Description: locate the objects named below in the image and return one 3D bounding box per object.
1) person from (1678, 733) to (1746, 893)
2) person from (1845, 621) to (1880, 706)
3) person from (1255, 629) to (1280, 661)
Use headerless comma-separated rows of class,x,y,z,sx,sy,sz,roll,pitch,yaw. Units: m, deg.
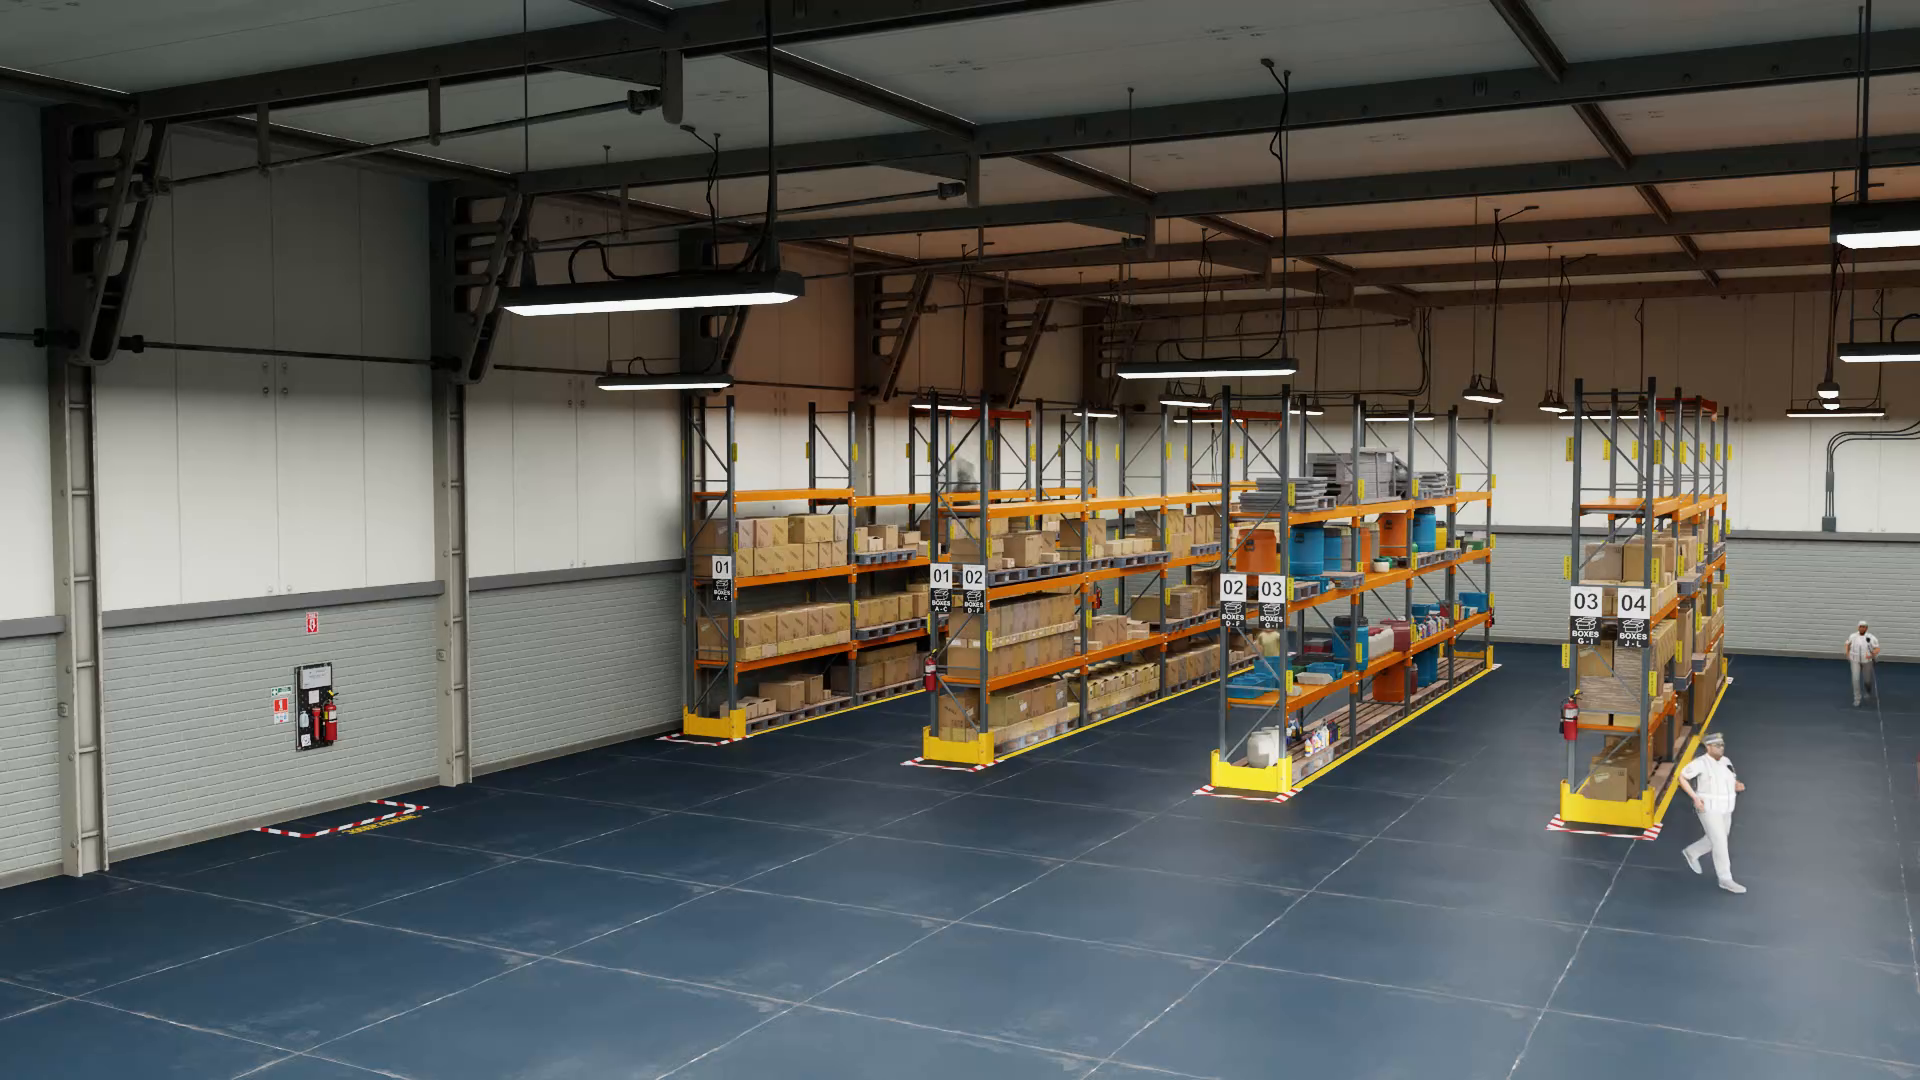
person,8.698,3.088,19.170,0.668,1.758,0.962,-1,3,-25
person,17.970,2.440,33.150,0.627,1.667,0.751,2,4,34
person,6.177,2.428,33.206,0.556,1.710,0.711,1,3,24
